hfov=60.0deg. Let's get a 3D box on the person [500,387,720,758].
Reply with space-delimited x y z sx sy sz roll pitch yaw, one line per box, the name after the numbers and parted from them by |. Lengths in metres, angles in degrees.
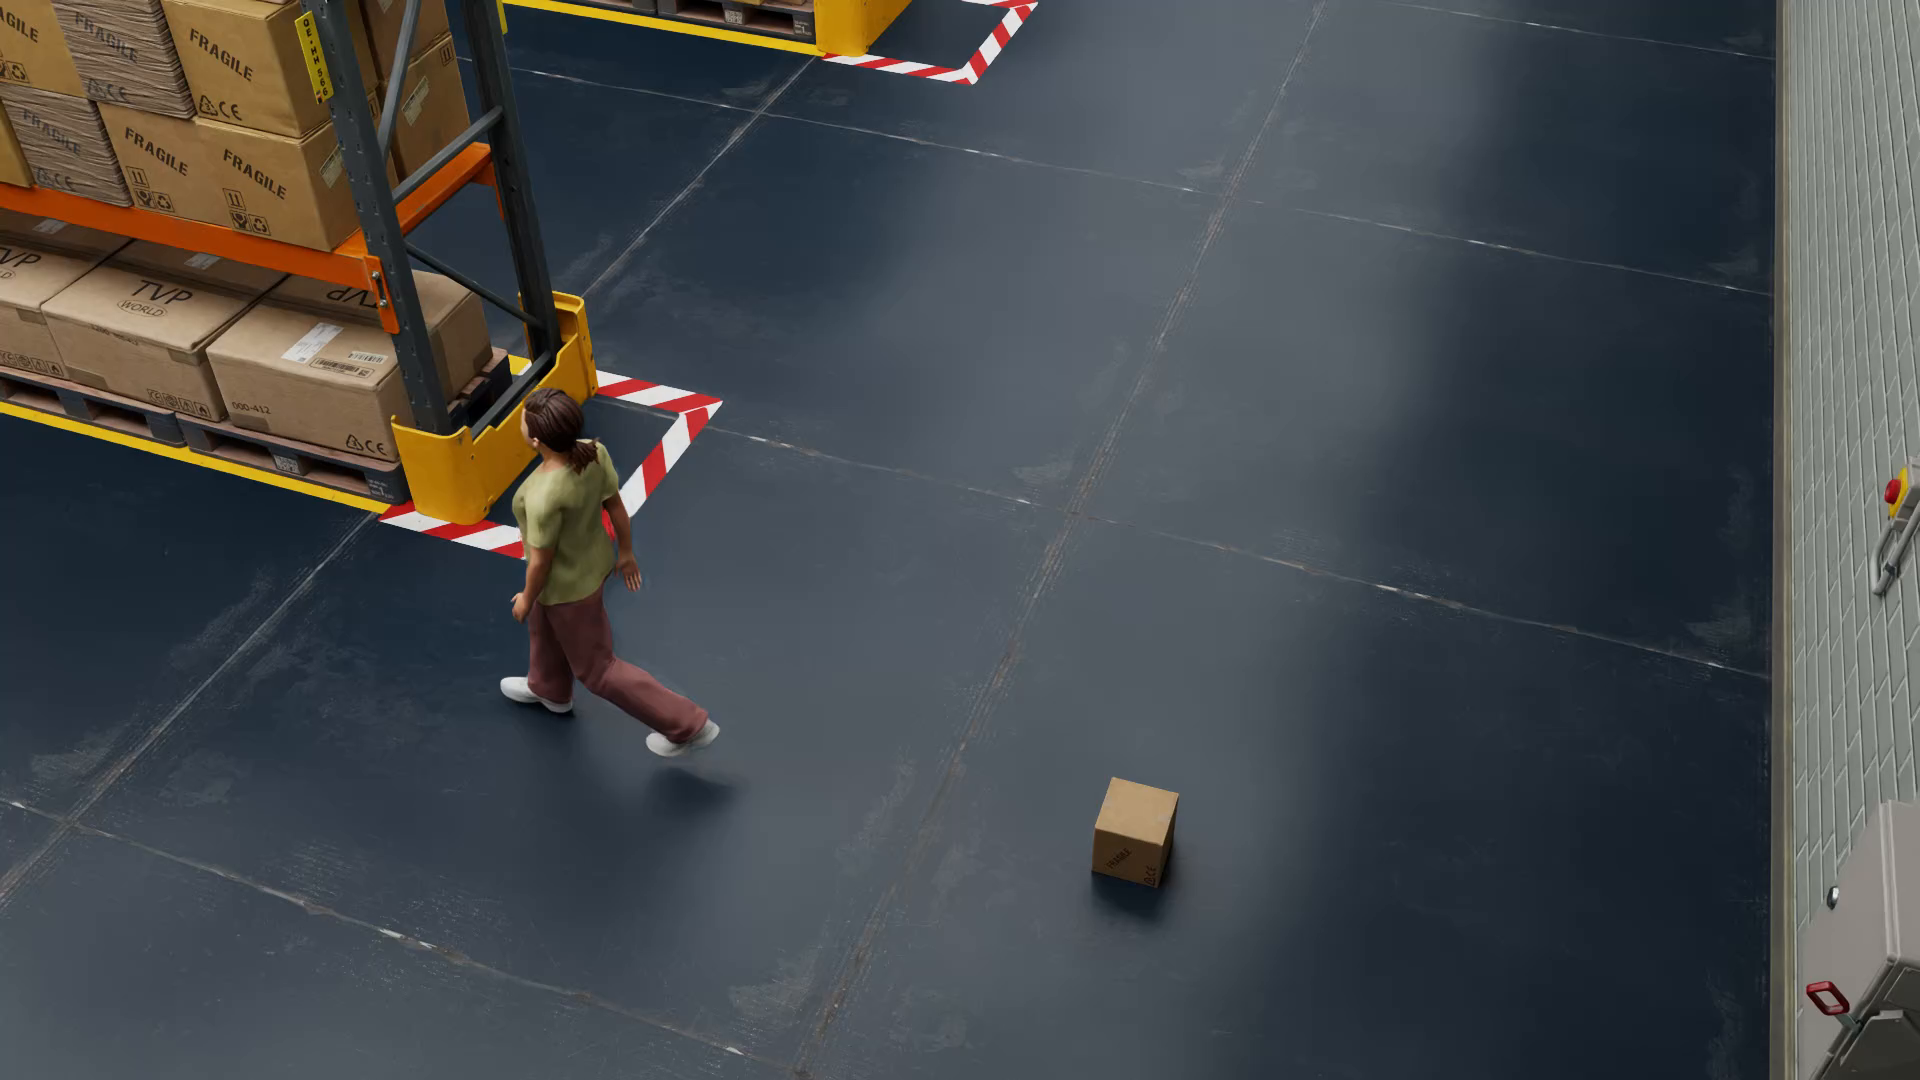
-1.372 0.133 6.006 0.993 1.625 0.443 10 43 11 | person
